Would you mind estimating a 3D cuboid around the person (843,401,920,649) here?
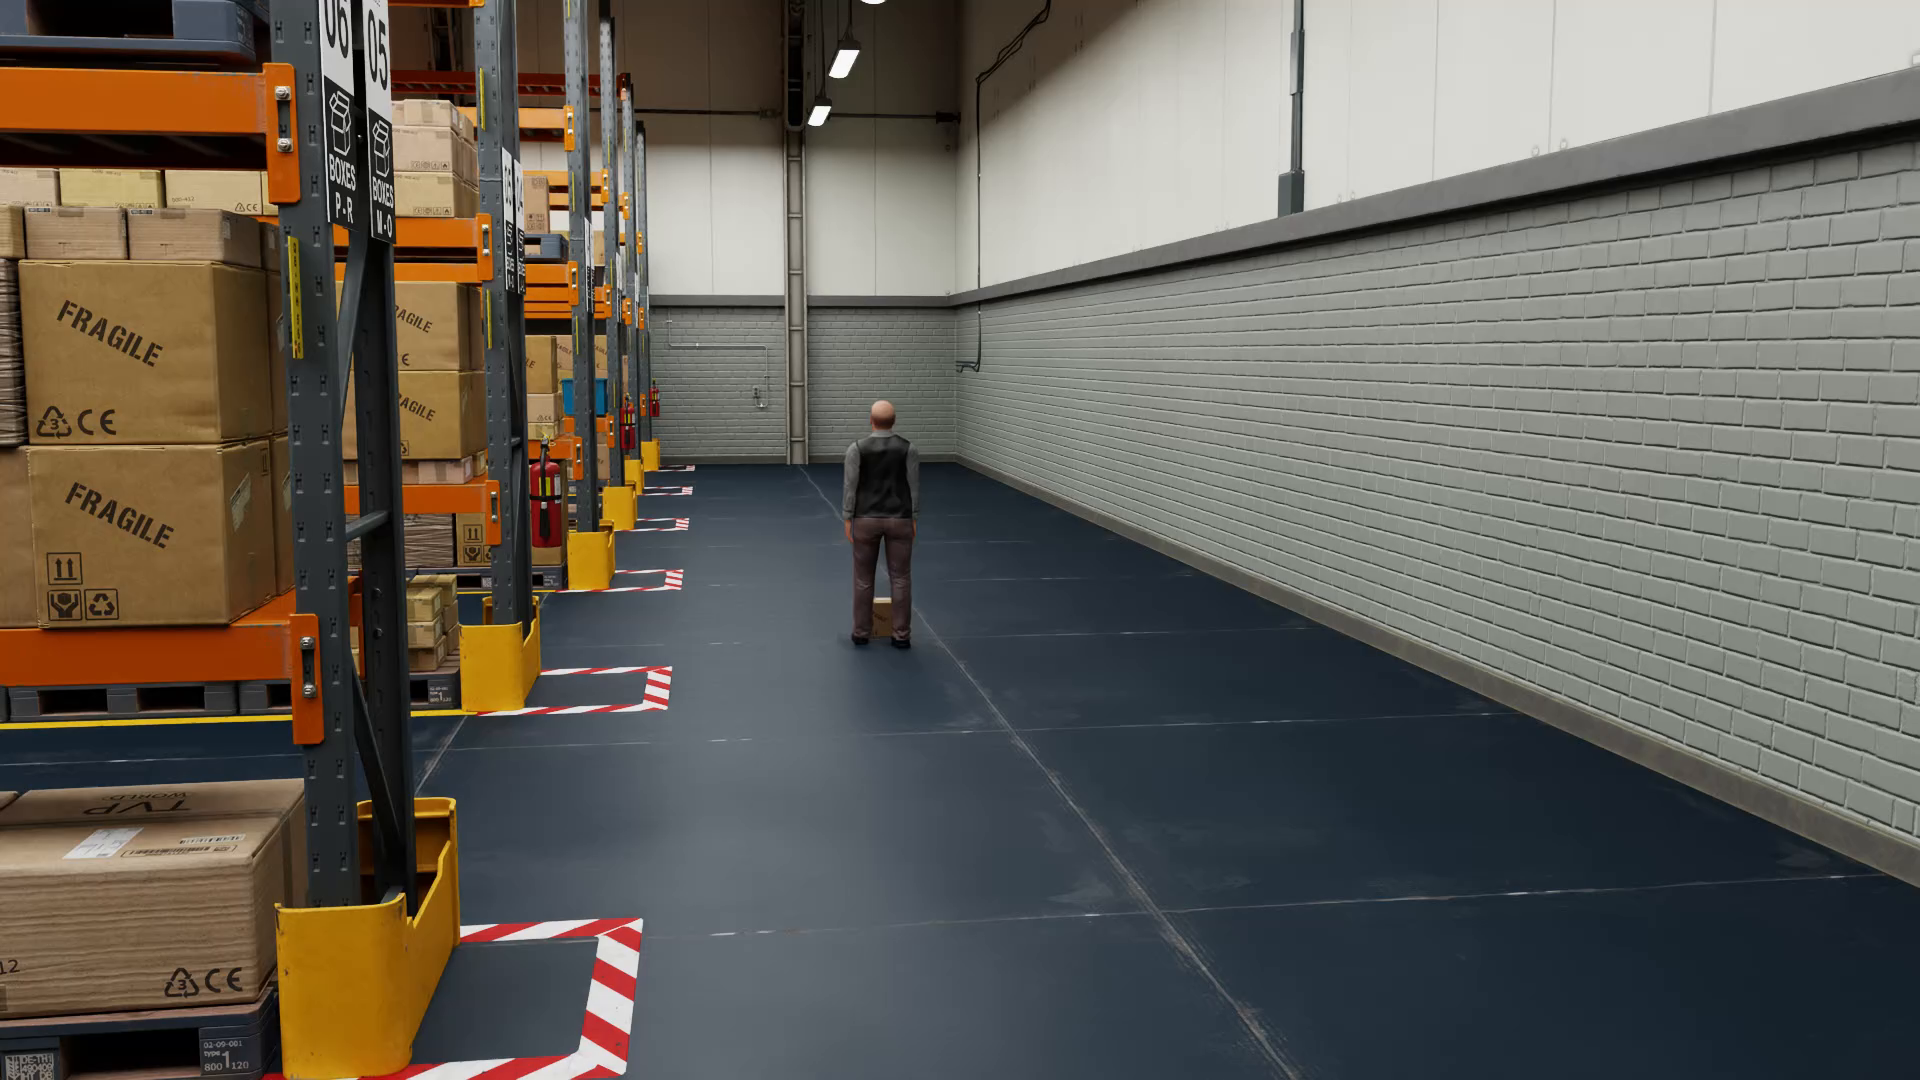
[{"bbox_3d":[-0.556,-0.117,11.678,0.540,1.724,0.496,-1,6,-8],"label":"person"}]
